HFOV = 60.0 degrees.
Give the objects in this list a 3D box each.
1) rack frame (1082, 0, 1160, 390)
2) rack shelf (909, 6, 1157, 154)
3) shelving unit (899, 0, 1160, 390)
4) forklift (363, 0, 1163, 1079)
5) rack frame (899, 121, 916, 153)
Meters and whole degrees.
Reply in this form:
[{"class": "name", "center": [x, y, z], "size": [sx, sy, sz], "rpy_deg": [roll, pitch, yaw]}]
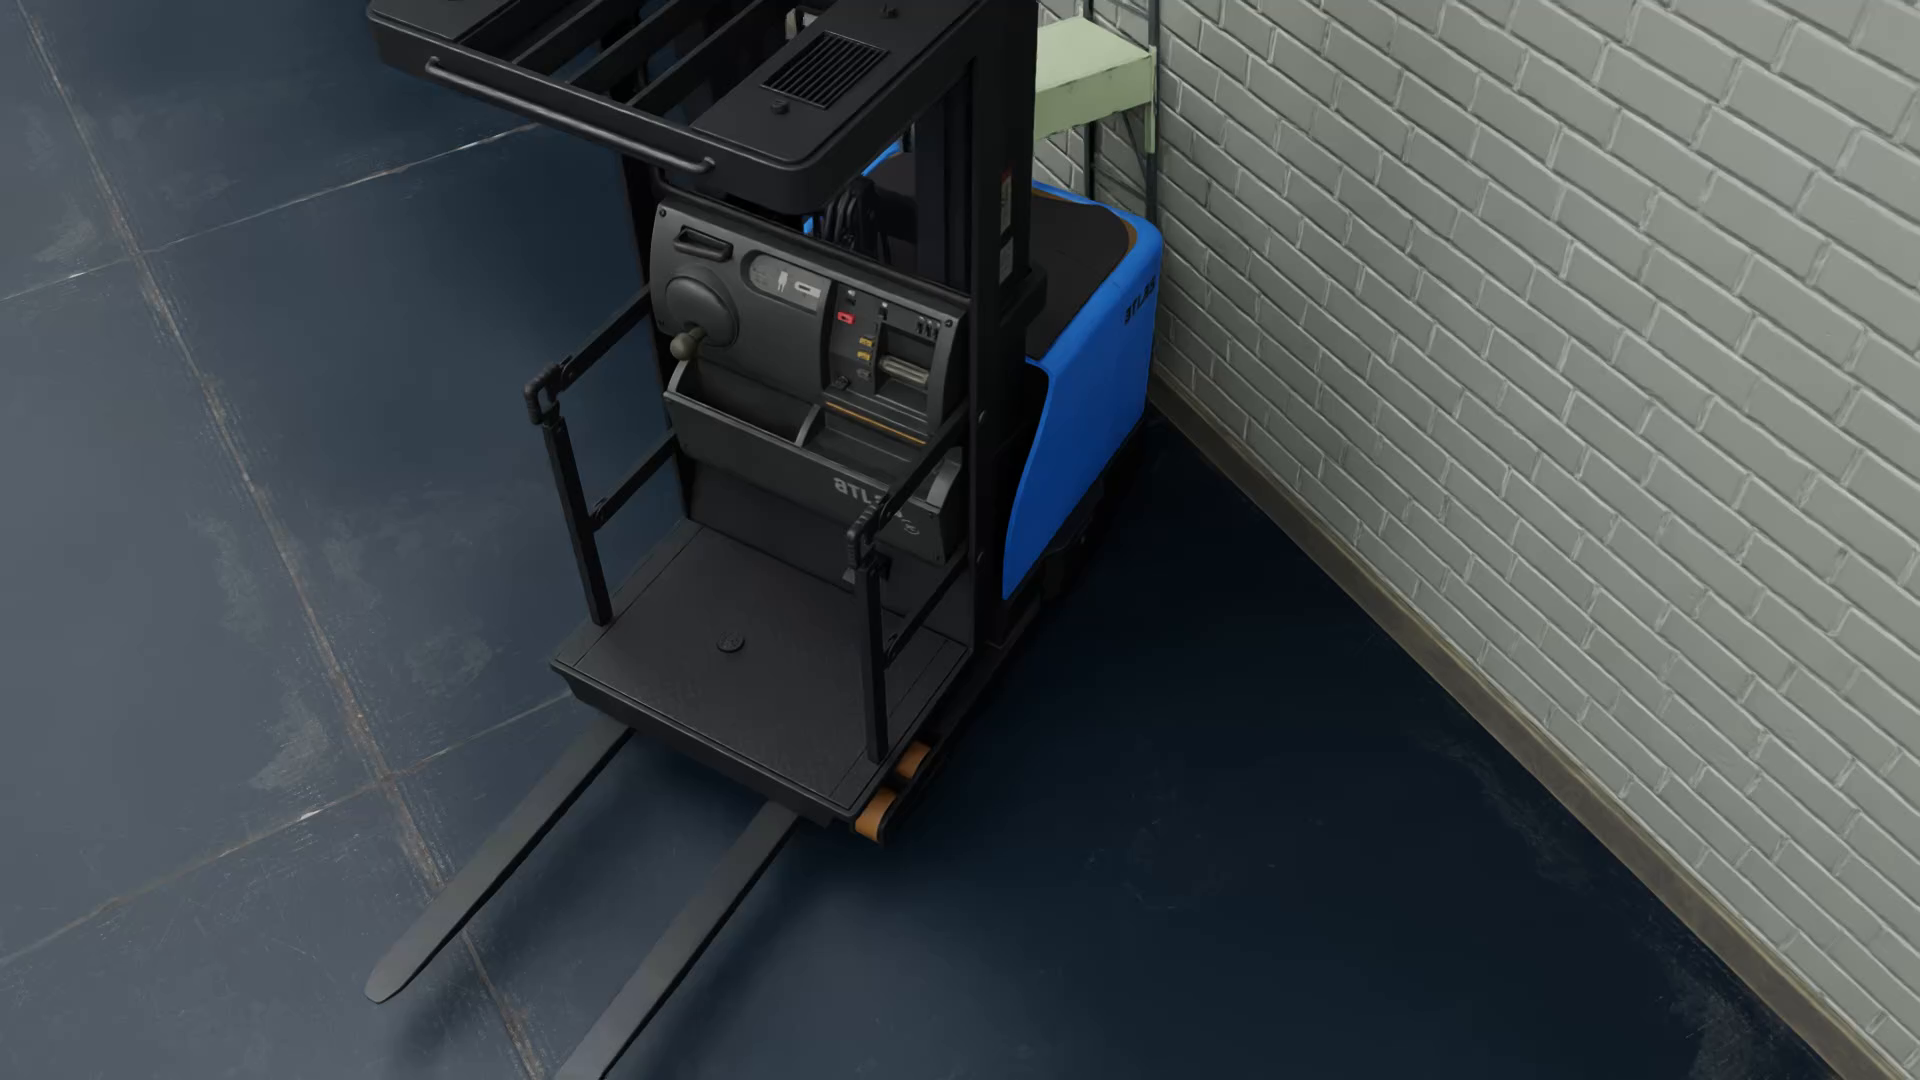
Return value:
[{"class": "rack frame", "center": [0.555, -1.237, 5.785], "size": [0.023, 1.500, 0.400], "rpy_deg": [-24, 44, -22]}, {"class": "rack shelf", "center": [0.222, -1.399, 5.399], "size": [0.720, 0.370, 0.431], "rpy_deg": [-24, 44, -22]}, {"class": "shelving unit", "center": [0.244, -1.100, 5.649], "size": [0.755, 1.500, 0.431], "rpy_deg": [-24, 44, -22]}, {"class": "forklift", "center": [-0.526, -0.480, 4.215], "size": [1.130, 2.935, 3.031], "rpy_deg": [24, 52, 20]}, {"class": "rack frame", "center": [-0.067, -0.963, 5.513], "size": [0.023, 1.500, 0.400], "rpy_deg": [-24, 44, -22]}]
